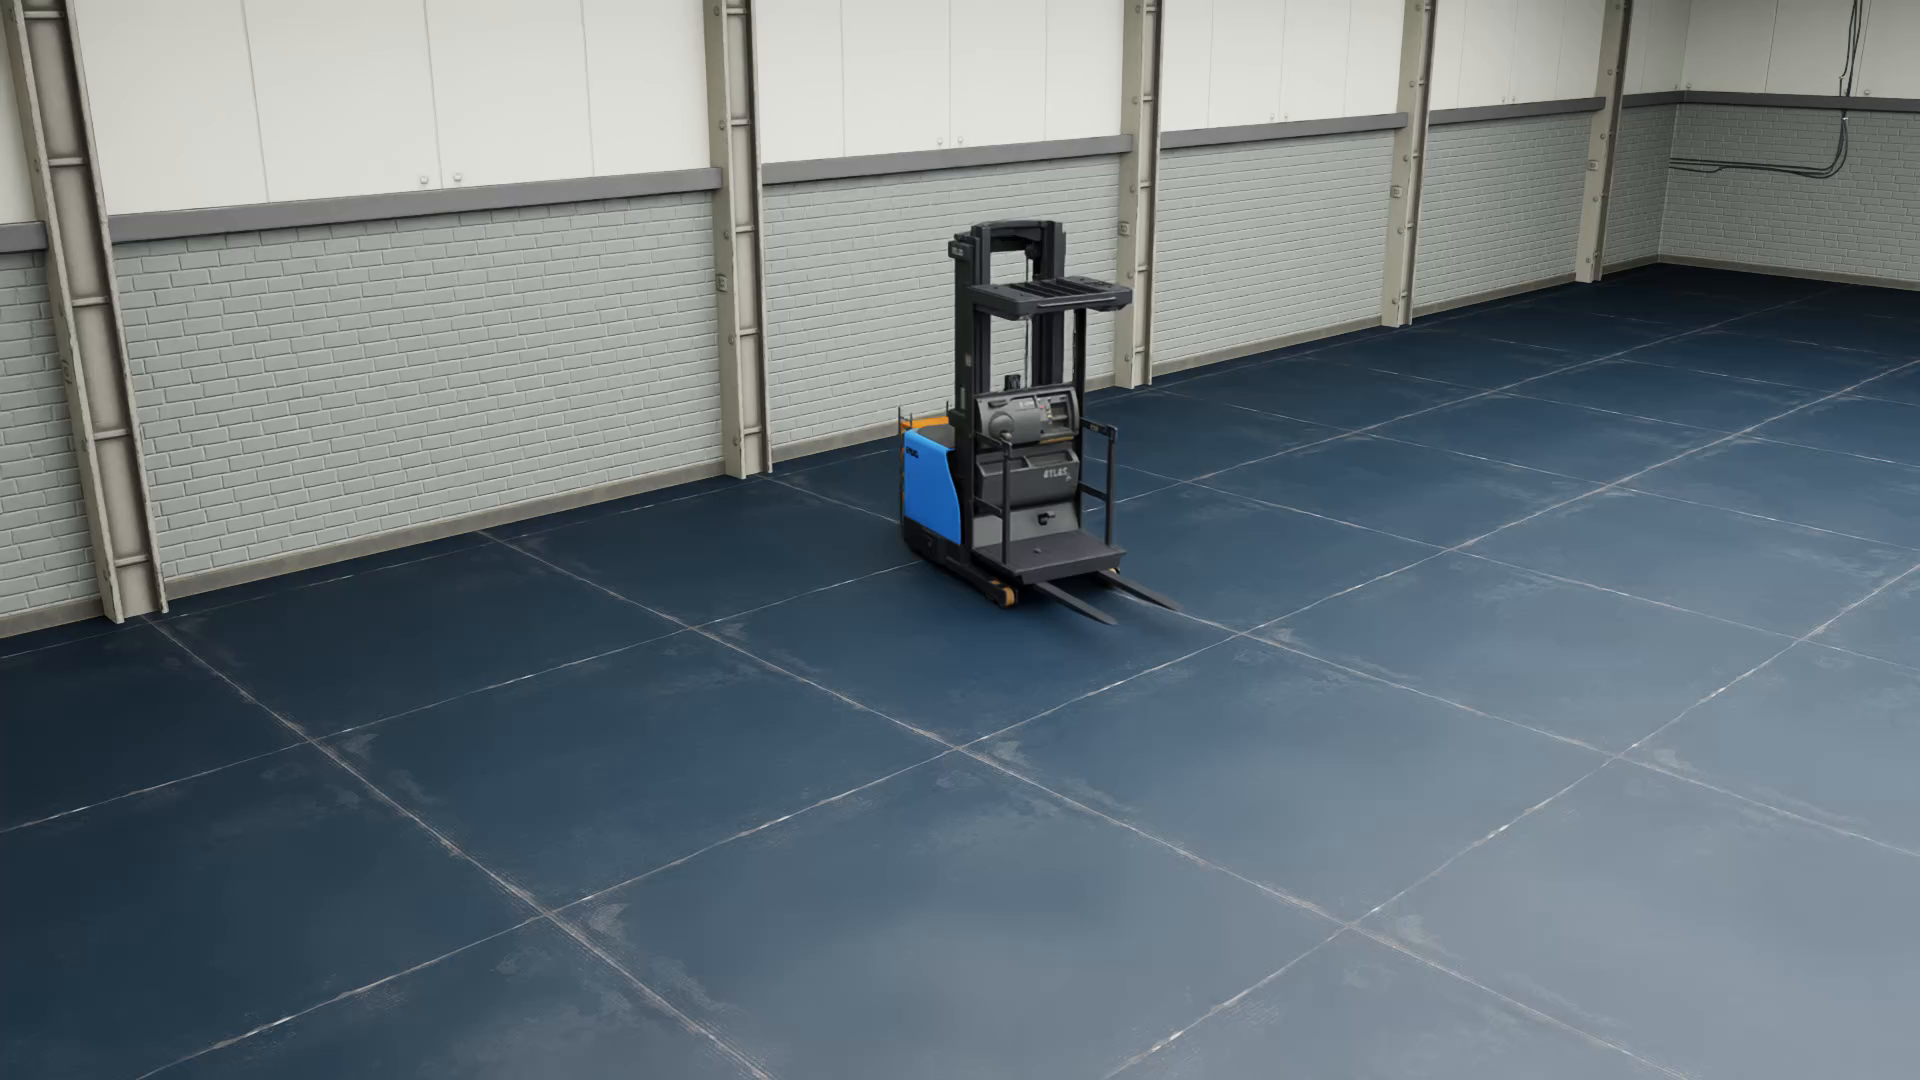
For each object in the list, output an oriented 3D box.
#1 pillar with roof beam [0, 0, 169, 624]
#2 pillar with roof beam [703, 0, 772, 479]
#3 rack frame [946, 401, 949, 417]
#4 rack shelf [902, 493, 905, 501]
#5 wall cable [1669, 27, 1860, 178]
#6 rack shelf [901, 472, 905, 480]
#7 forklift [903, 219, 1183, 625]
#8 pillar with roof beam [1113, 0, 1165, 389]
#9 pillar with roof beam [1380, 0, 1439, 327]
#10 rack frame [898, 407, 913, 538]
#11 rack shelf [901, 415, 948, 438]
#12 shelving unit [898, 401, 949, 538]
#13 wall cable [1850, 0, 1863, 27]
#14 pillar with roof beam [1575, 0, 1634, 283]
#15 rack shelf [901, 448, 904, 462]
[{"bbox_3d":[-3.582,-2.739,8.842,0.400,9.000,9.100,-16,24,-41],"label":"pillar with roof beam"},{"bbox_3d":[0.778,-4.010,12.763,0.400,9.000,9.100,-16,24,-41],"label":"pillar with roof beam"},{"bbox_3d":[-0.060,-0.651,15.047,0.015,1.200,0.240,-10,21,-28],"label":"rack frame"},{"bbox_3d":[-0.271,-0.360,15.013,0.480,0.148,0.258,-10,21,-28],"label":"rack shelf"},{"bbox_3d":[13.948,-7.640,28.993,0.112,2.526,3.097,-16,24,-41],"label":"wall cable"},{"bbox_3d":[-0.271,-0.549,14.952,0.480,0.148,0.258,-10,21,-28],"label":"rack shelf"},{"bbox_3d":[0.664,-1.012,13.354,1.130,2.935,3.031,-10,20,-28],"label":"forklift"},{"bbox_3d":[5.137,-5.282,16.684,0.400,9.000,9.100,-16,24,-41],"label":"pillar with roof beam"},{"bbox_3d":[9.497,-6.553,20.606,0.400,9.000,9.100,-16,24,-41],"label":"pillar with roof beam"},{"bbox_3d":[-0.482,-0.576,14.815,0.015,1.200,0.240,-10,21,-28],"label":"rack frame"},{"bbox_3d":[-0.271,-0.987,14.810,0.480,0.148,0.258,-10,21,-28],"label":"rack shelf"},{"bbox_3d":[-0.271,-0.613,14.931,0.503,1.200,0.258,-10,21,-28],"label":"shelving unit"},{"bbox_3d":[15.807,-9.436,26.344,0.112,2.526,3.097,-16,24,-41],"label":"wall cable"},{"bbox_3d":[13.857,-7.824,24.527,0.400,9.000,9.100,-16,24,-41],"label":"pillar with roof beam"},{"bbox_3d":[-0.271,-0.762,14.883,0.480,0.148,0.258,-10,21,-28],"label":"rack shelf"}]
